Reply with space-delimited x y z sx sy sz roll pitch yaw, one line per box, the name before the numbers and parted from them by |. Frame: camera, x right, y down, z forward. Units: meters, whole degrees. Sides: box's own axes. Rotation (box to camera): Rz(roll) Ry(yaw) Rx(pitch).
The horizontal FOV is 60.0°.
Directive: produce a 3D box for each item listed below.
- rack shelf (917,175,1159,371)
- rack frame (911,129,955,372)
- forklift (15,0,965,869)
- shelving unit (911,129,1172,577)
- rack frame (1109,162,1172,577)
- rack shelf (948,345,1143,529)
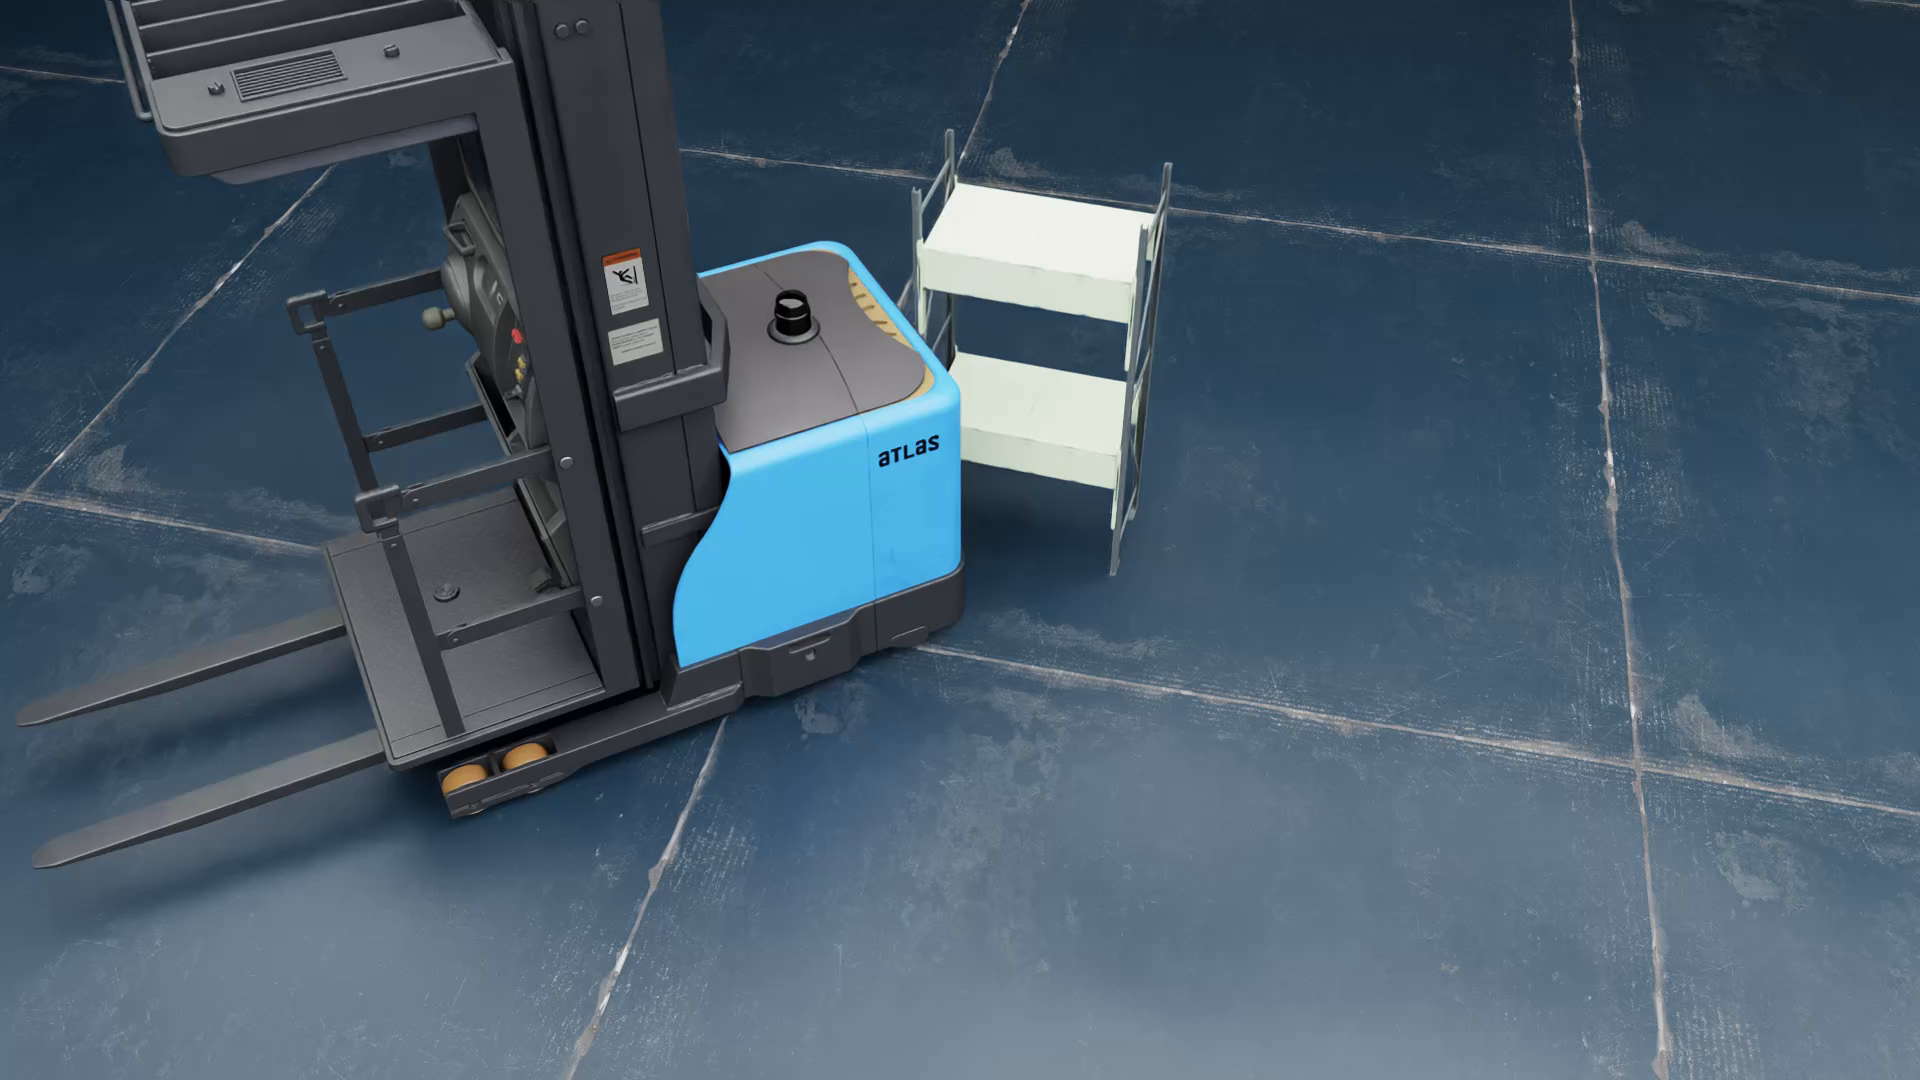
rack shelf | 0.265 -0.893 5.534 0.720 0.370 0.431 12 45 12
rack frame | -0.086 -0.684 5.879 0.023 1.500 0.400 12 45 12
forklift | -1.536 -0.596 4.756 3.031 2.935 1.130 -19 47 -19
shelving unit | 0.265 -0.612 5.805 0.755 1.500 0.431 12 45 12
rack frame | 0.616 -0.541 5.730 0.023 1.500 0.400 12 45 12
rack shelf | 0.265 -0.377 6.031 0.720 0.370 0.431 12 45 12
